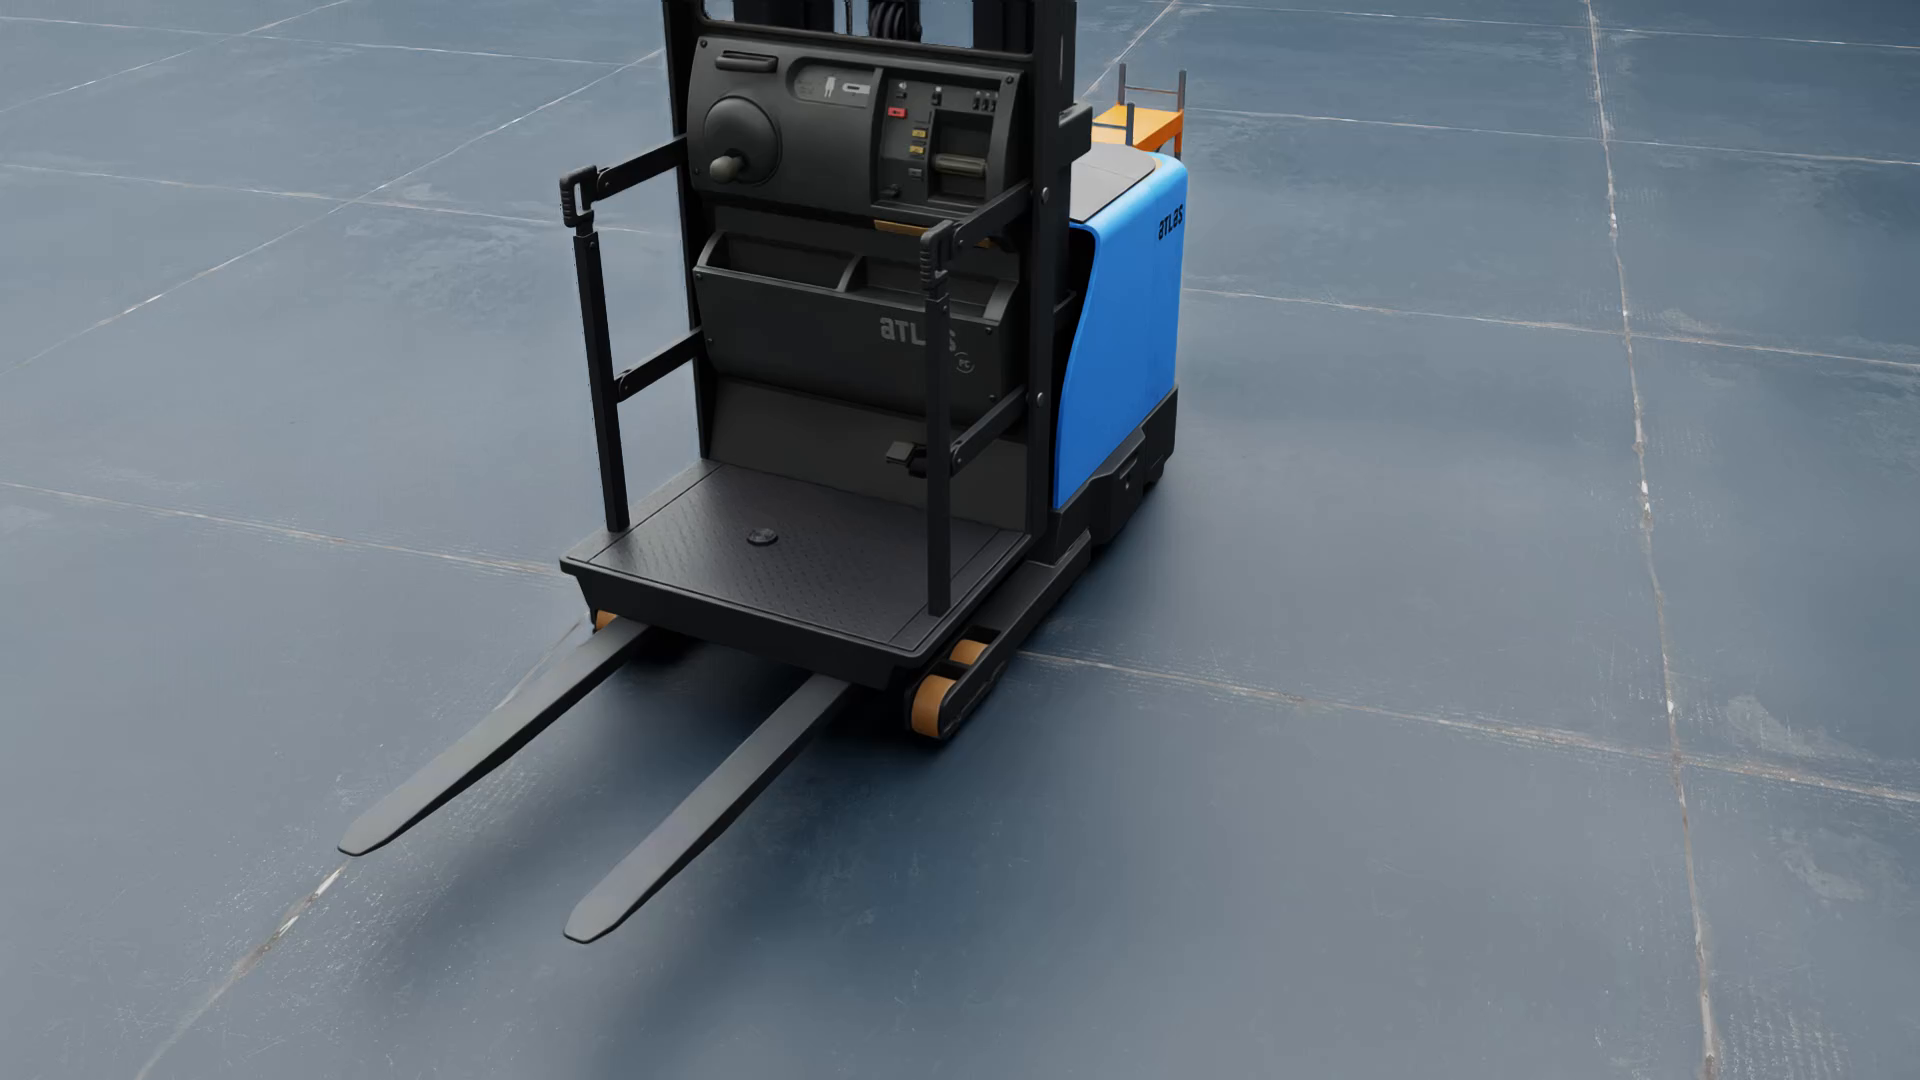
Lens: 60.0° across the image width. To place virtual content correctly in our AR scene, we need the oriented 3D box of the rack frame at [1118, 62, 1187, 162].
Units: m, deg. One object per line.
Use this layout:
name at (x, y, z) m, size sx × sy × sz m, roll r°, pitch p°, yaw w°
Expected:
rack frame at (0.661, -1.099, 5.992) m, size 0.240 × 1.200 × 0.015 m, roll 14°, pitch 32°, yaw 23°

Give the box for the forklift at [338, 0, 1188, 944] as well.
forklift at (-0.378, -1.008, 4.047) m, size 1.130 × 2.935 × 3.031 m, roll 14°, pitch 32°, yaw 23°

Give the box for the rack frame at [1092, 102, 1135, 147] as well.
rack frame at (0.444, -0.887, 5.610) m, size 0.240 × 1.200 × 0.015 m, roll 14°, pitch 32°, yaw 23°

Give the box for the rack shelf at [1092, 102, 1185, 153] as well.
rack shelf at (0.552, -1.336, 5.610) m, size 0.258 × 0.148 × 0.480 m, roll 14°, pitch 32°, yaw 23°

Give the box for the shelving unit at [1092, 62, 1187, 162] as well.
shelving unit at (0.552, -0.993, 5.801) m, size 0.258 × 1.200 × 0.503 m, roll 14°, pitch 32°, yaw 23°
